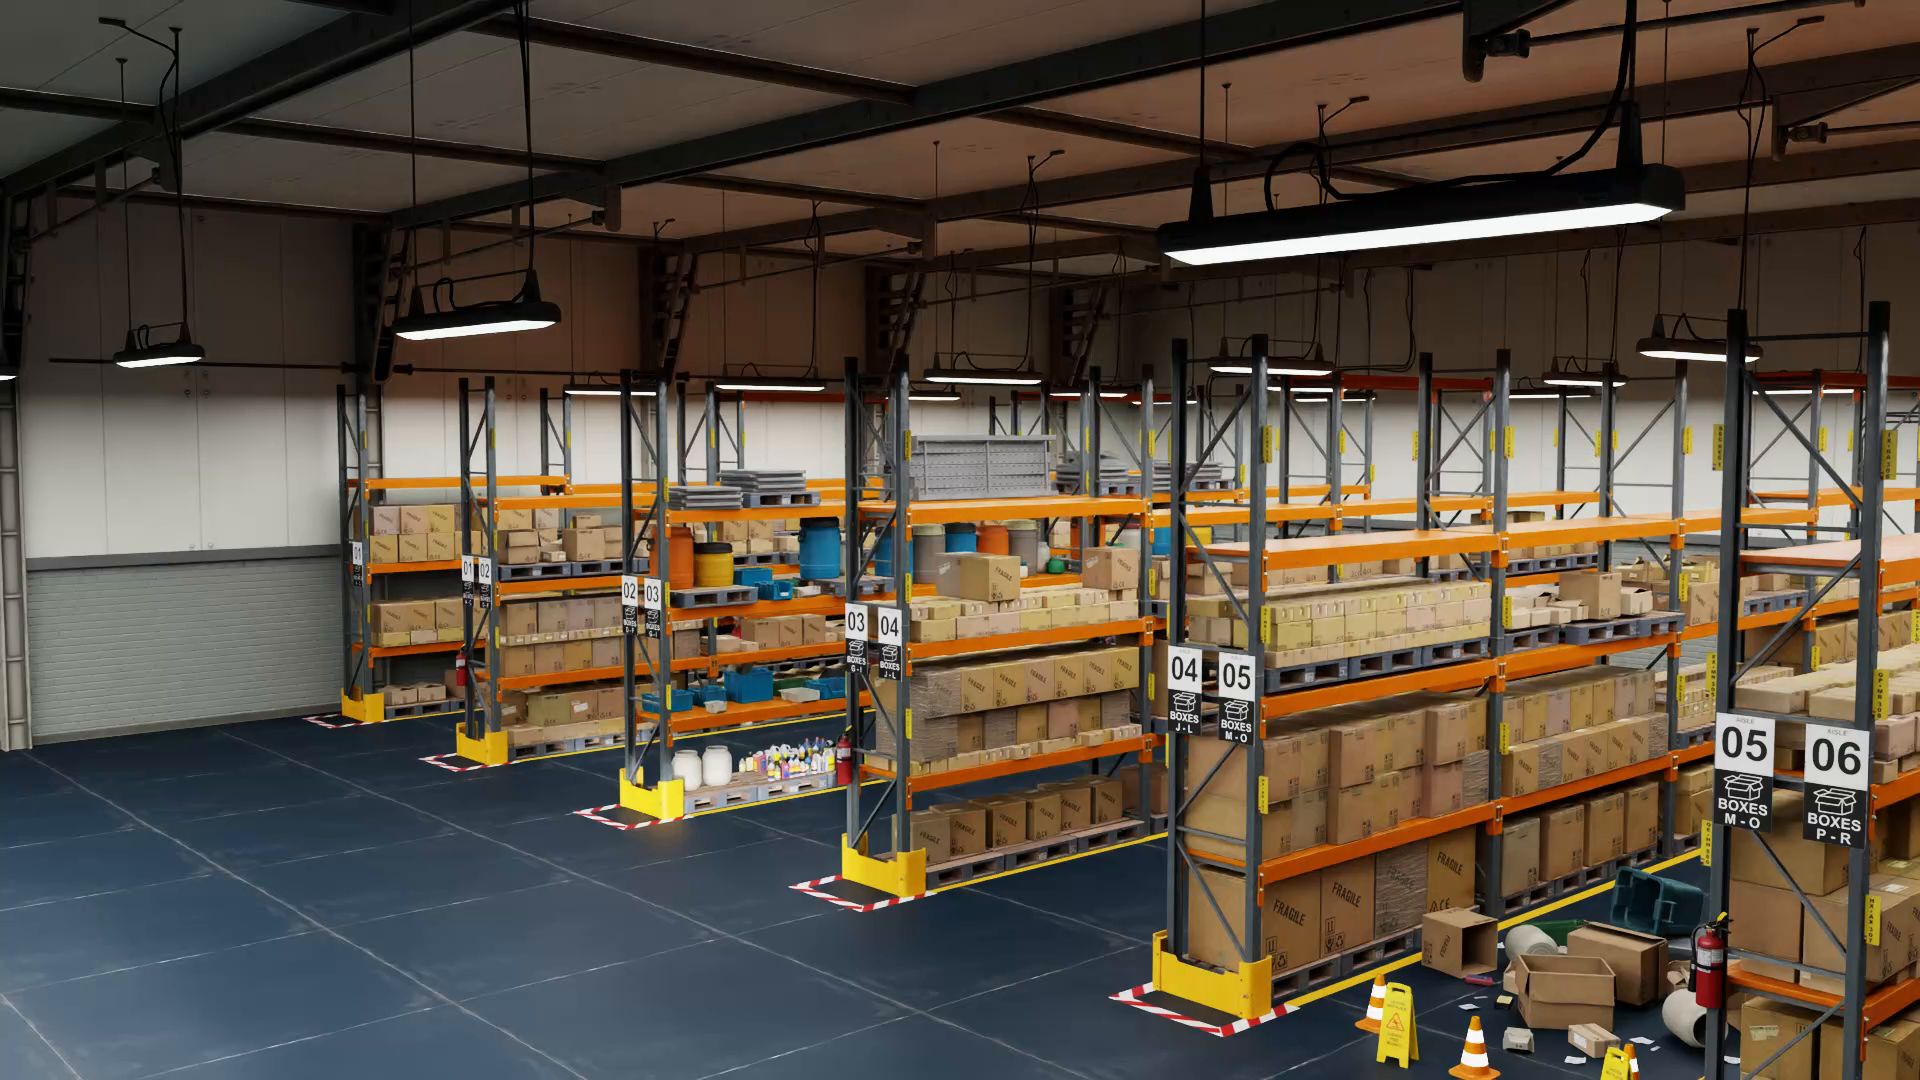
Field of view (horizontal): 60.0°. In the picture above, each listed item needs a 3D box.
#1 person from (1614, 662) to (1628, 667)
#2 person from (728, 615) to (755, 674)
[{"bbox_3d":[9.584,2.697,24.382,0.520,1.812,0.539,0,4,-4],"label":"person"},{"bbox_3d":[-4.169,2.242,31.413,0.622,1.710,0.777,0,4,-5],"label":"person"}]
